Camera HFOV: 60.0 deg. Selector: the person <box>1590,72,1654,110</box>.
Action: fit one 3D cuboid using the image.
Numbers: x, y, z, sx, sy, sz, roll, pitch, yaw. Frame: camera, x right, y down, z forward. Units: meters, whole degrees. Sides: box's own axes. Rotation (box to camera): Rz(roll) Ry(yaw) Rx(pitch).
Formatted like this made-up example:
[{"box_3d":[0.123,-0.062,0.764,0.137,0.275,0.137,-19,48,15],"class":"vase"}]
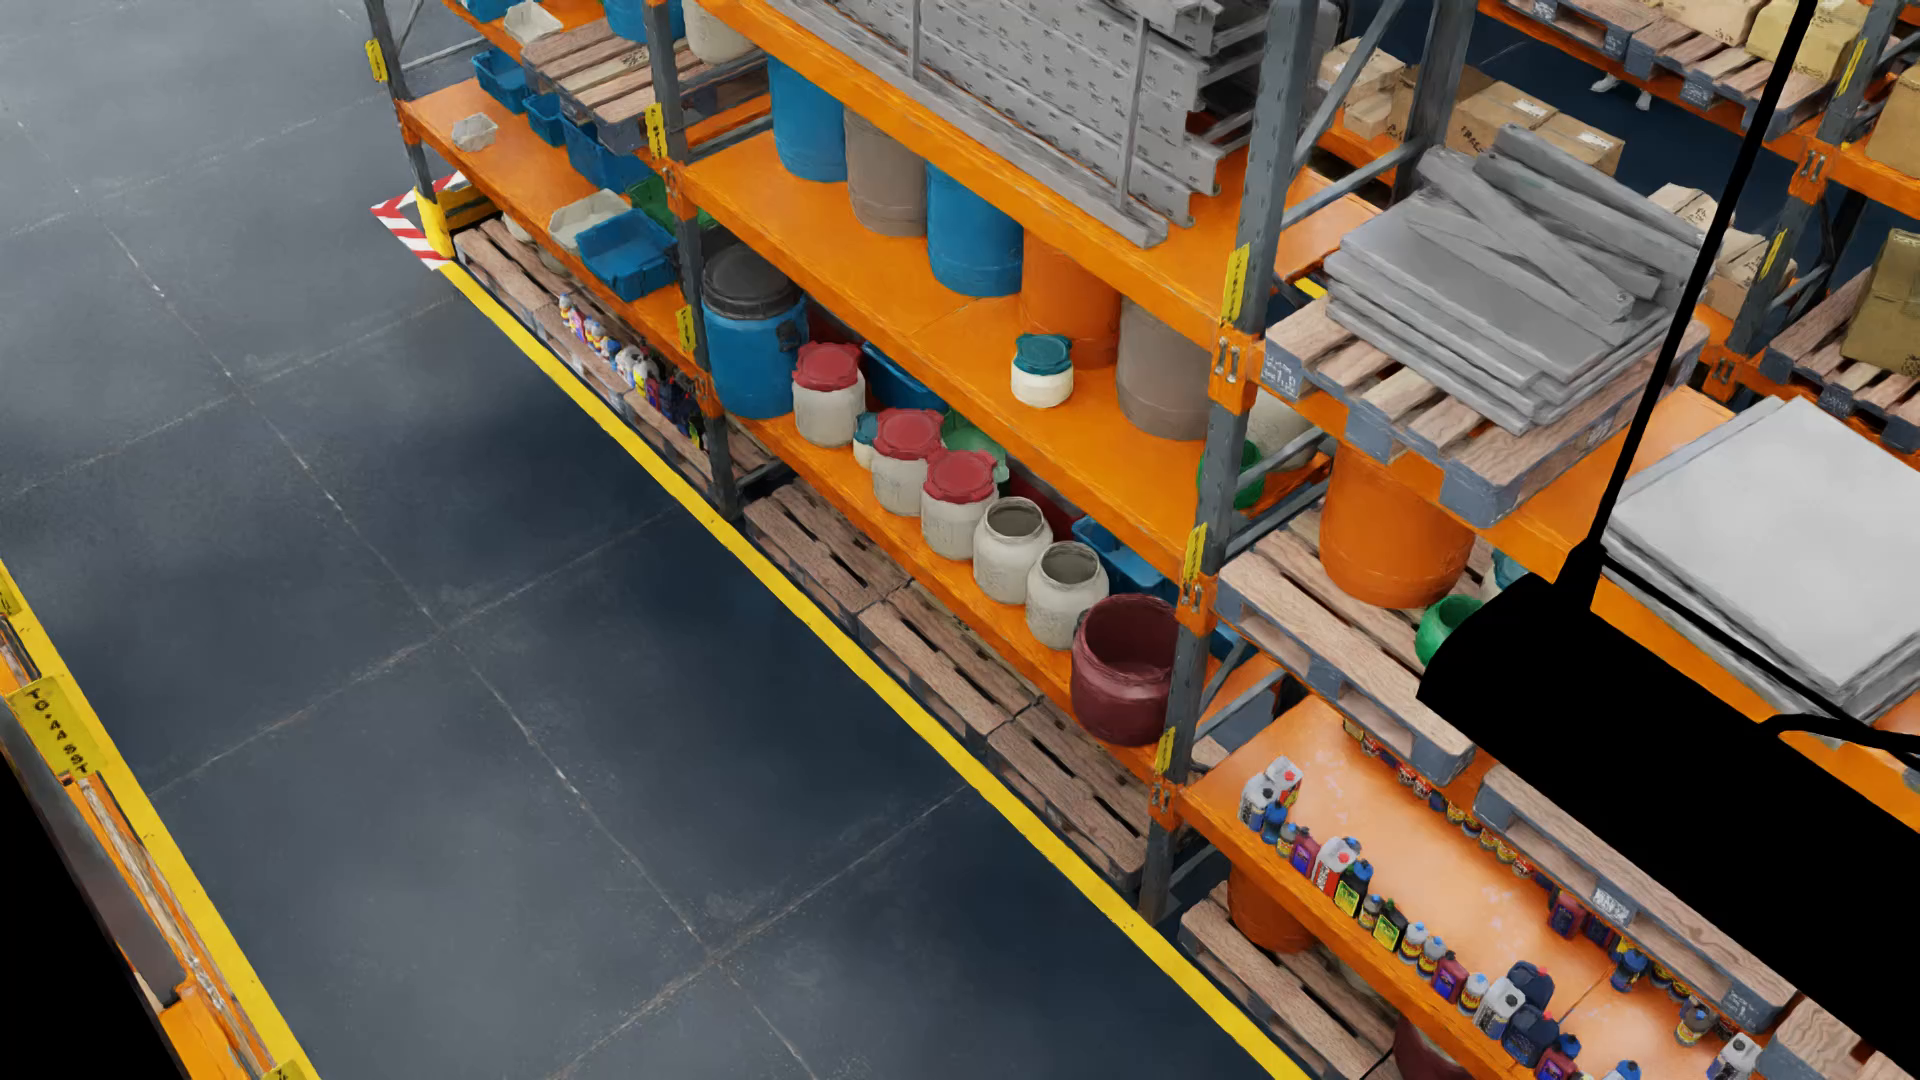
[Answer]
[{"box_3d":[5.859,-4.514,14.021,0.598,1.782,0.463,19,49,17],"class":"person"}]
